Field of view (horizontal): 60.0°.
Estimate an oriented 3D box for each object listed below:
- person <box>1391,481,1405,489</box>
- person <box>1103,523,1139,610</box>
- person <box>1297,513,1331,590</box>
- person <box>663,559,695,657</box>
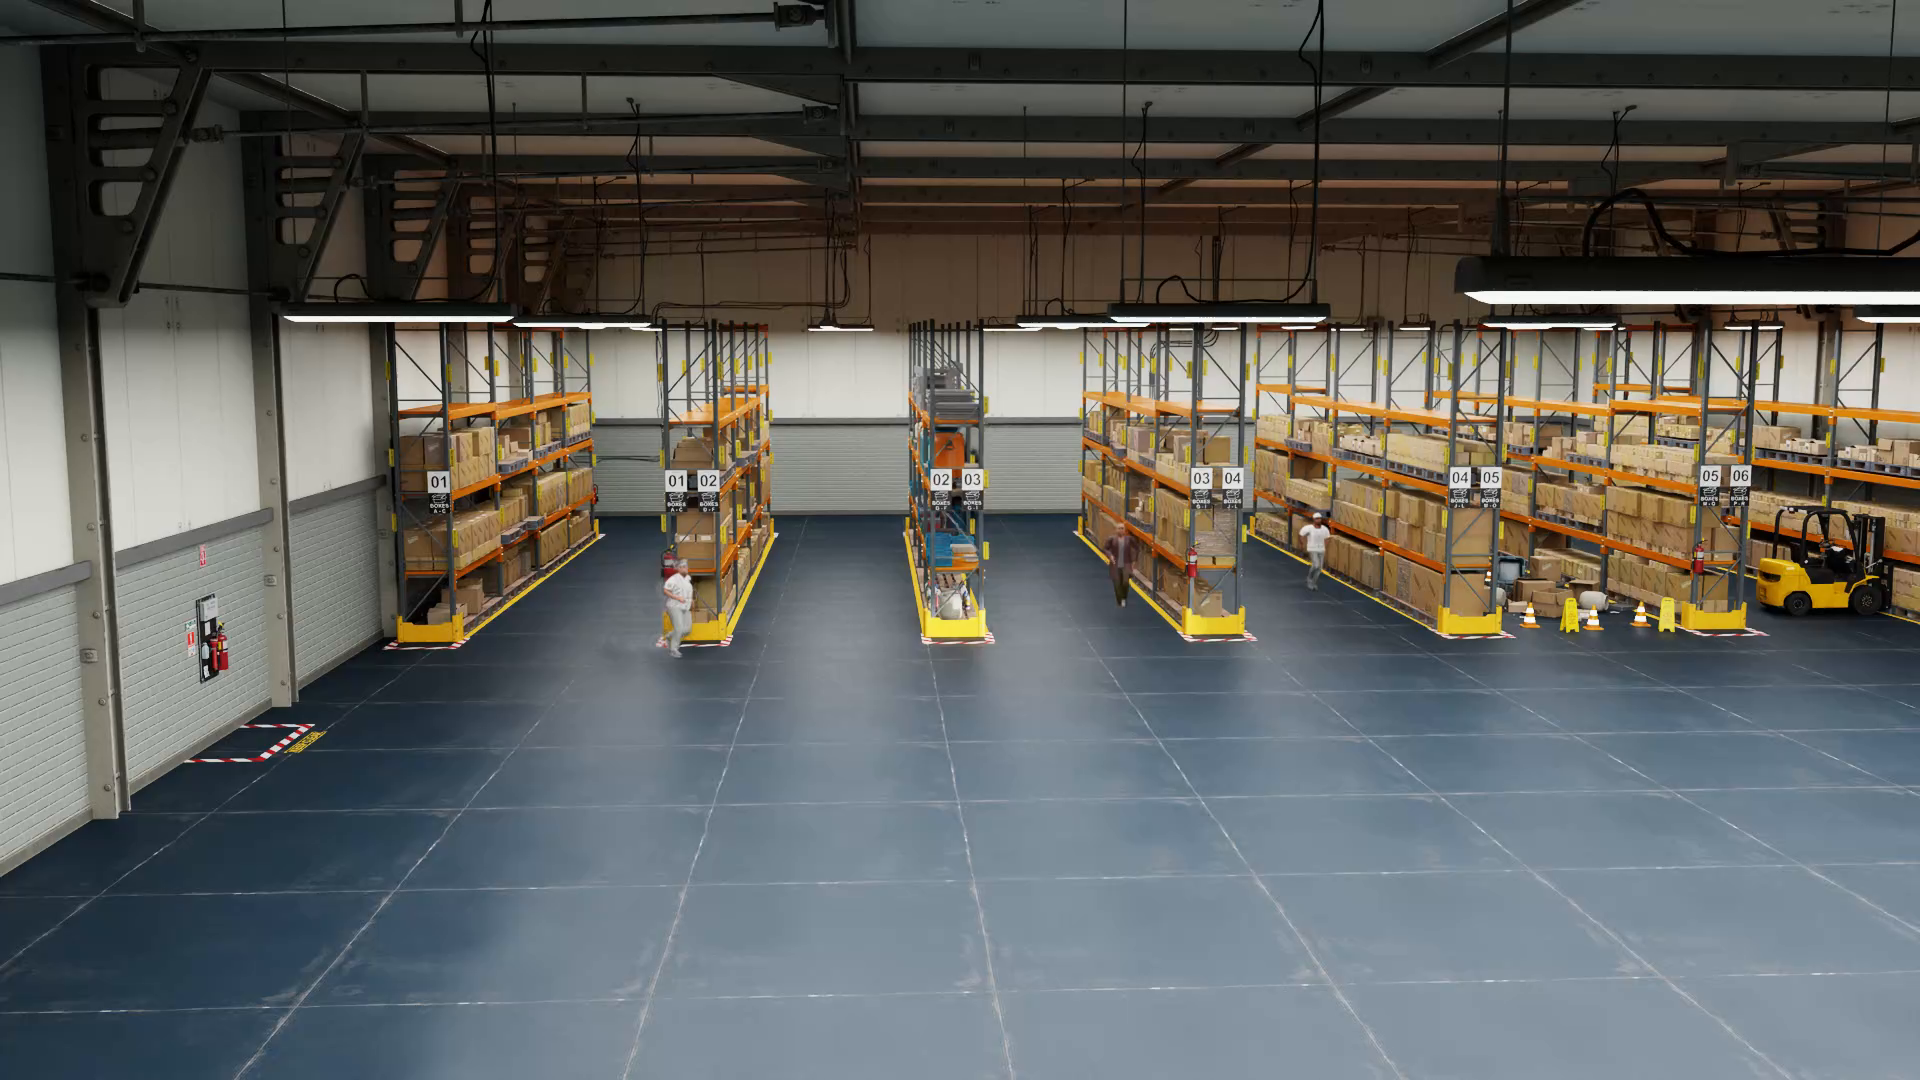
[{"bbox_3d":[12.982,-1.247,49.520,0.850,1.634,0.708,0,7,2],"label":"person"},{"bbox_3d":[3.176,0.528,32.803,0.715,1.738,0.655,1,7,5],"label":"person"},{"bbox_3d":[7.974,0.259,37.191,0.679,1.740,0.678,-2,7,-14],"label":"person"},{"bbox_3d":[-5.026,1.204,29.840,0.655,1.722,0.691,5,9,36],"label":"person"}]
